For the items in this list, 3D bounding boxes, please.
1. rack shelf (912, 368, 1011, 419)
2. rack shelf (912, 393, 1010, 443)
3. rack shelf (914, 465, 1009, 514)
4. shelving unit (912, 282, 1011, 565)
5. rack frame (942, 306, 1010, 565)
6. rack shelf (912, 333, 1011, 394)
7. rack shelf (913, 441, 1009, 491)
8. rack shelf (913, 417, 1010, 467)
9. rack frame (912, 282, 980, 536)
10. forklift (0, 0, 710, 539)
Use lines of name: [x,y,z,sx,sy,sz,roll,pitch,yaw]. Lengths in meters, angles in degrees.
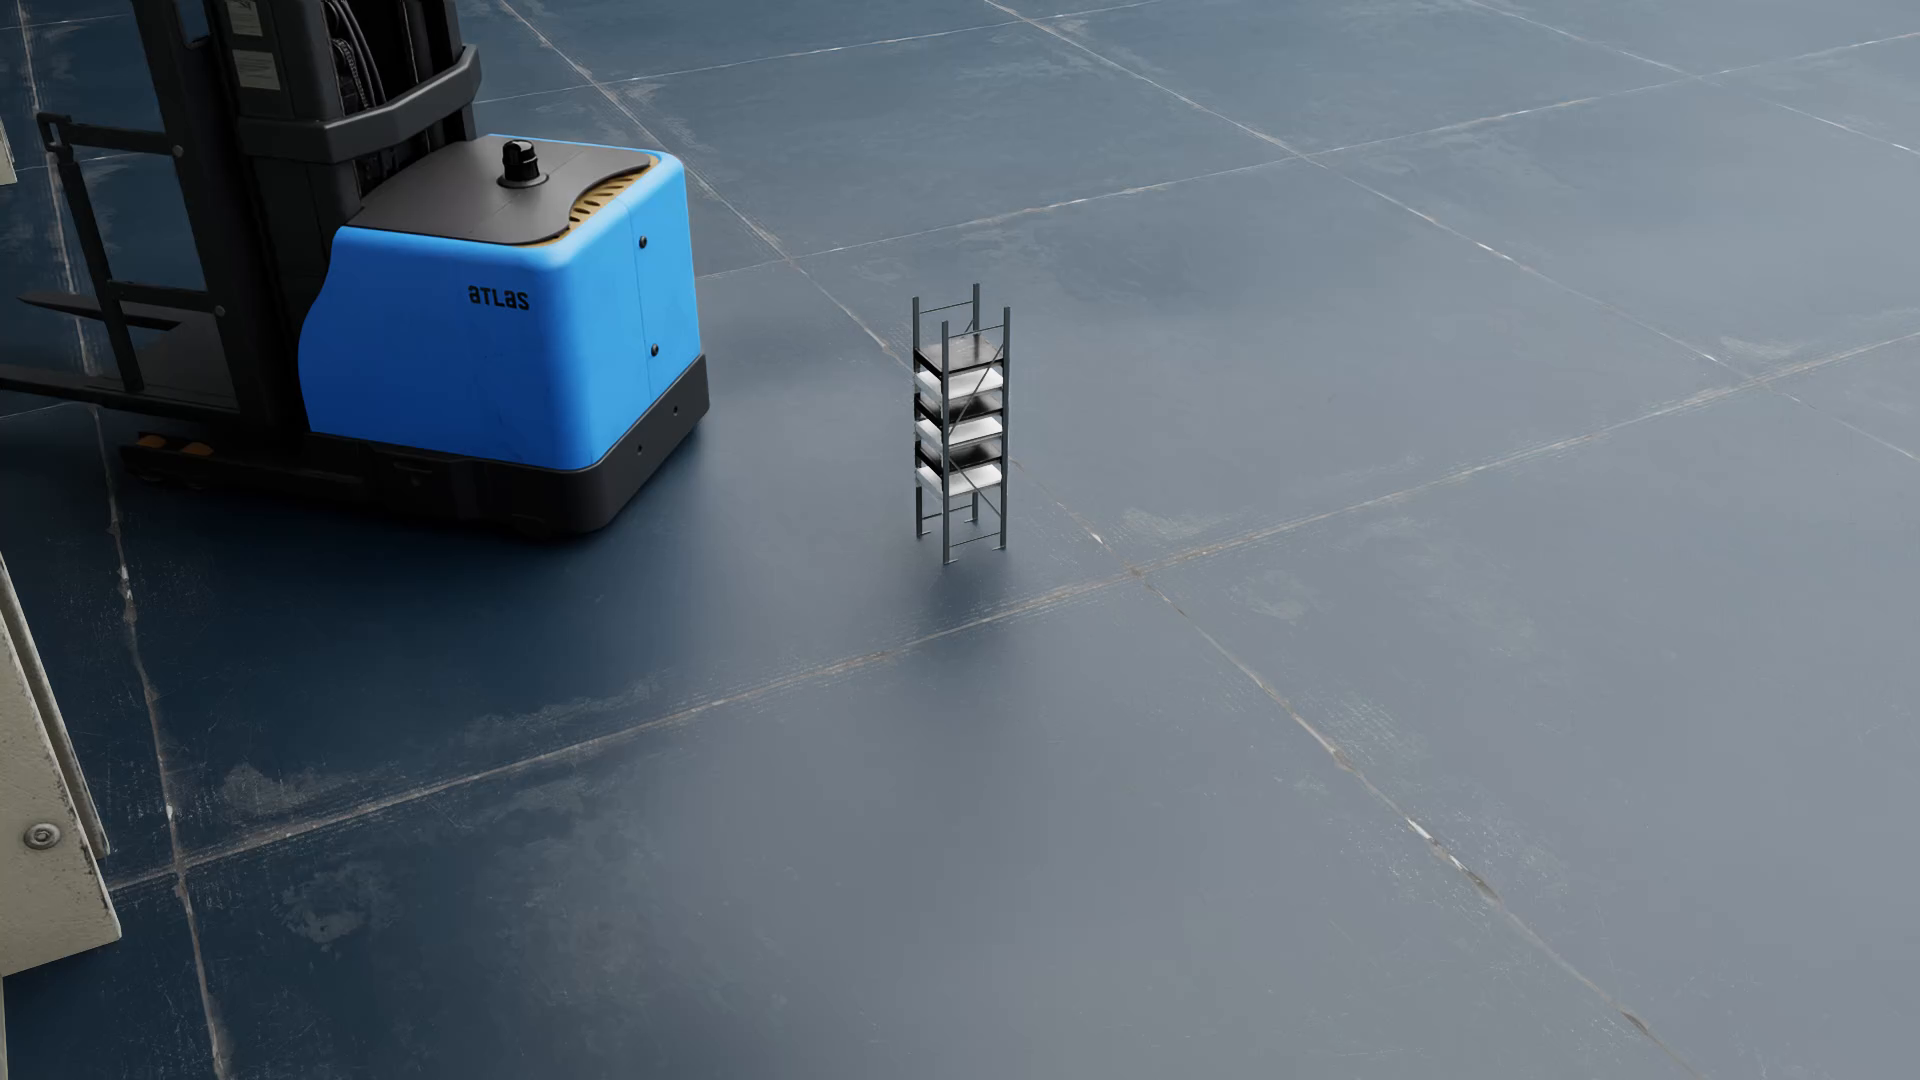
rack shelf: [0.004,-0.499,5.422,0.258,0.077,0.200,-16,36,-23]
rack shelf: [0.004,-0.423,5.471,0.258,0.077,0.200,-16,36,-23]
rack shelf: [0.004,-0.195,5.616,0.258,0.077,0.200,-16,36,-23]
shelving unit: [0.004,-0.375,5.501,0.258,0.900,0.210,-16,36,-23]
rack frame: [0.051,-0.327,5.425,0.240,0.900,0.006,-16,36,-23]
rack shelf: [0.004,-0.574,5.374,0.258,0.077,0.200,-16,36,-23]
rack shelf: [0.004,-0.271,5.568,0.258,0.077,0.200,-16,36,-23]
rack shelf: [0.004,-0.347,5.519,0.258,0.077,0.200,-16,36,-23]
rack frame: [-0.044,-0.424,5.577,0.240,0.900,0.006,-16,36,-23]
forklift: [-2.540,-1.681,5.657,3.031,2.935,1.130,9,34,14]
